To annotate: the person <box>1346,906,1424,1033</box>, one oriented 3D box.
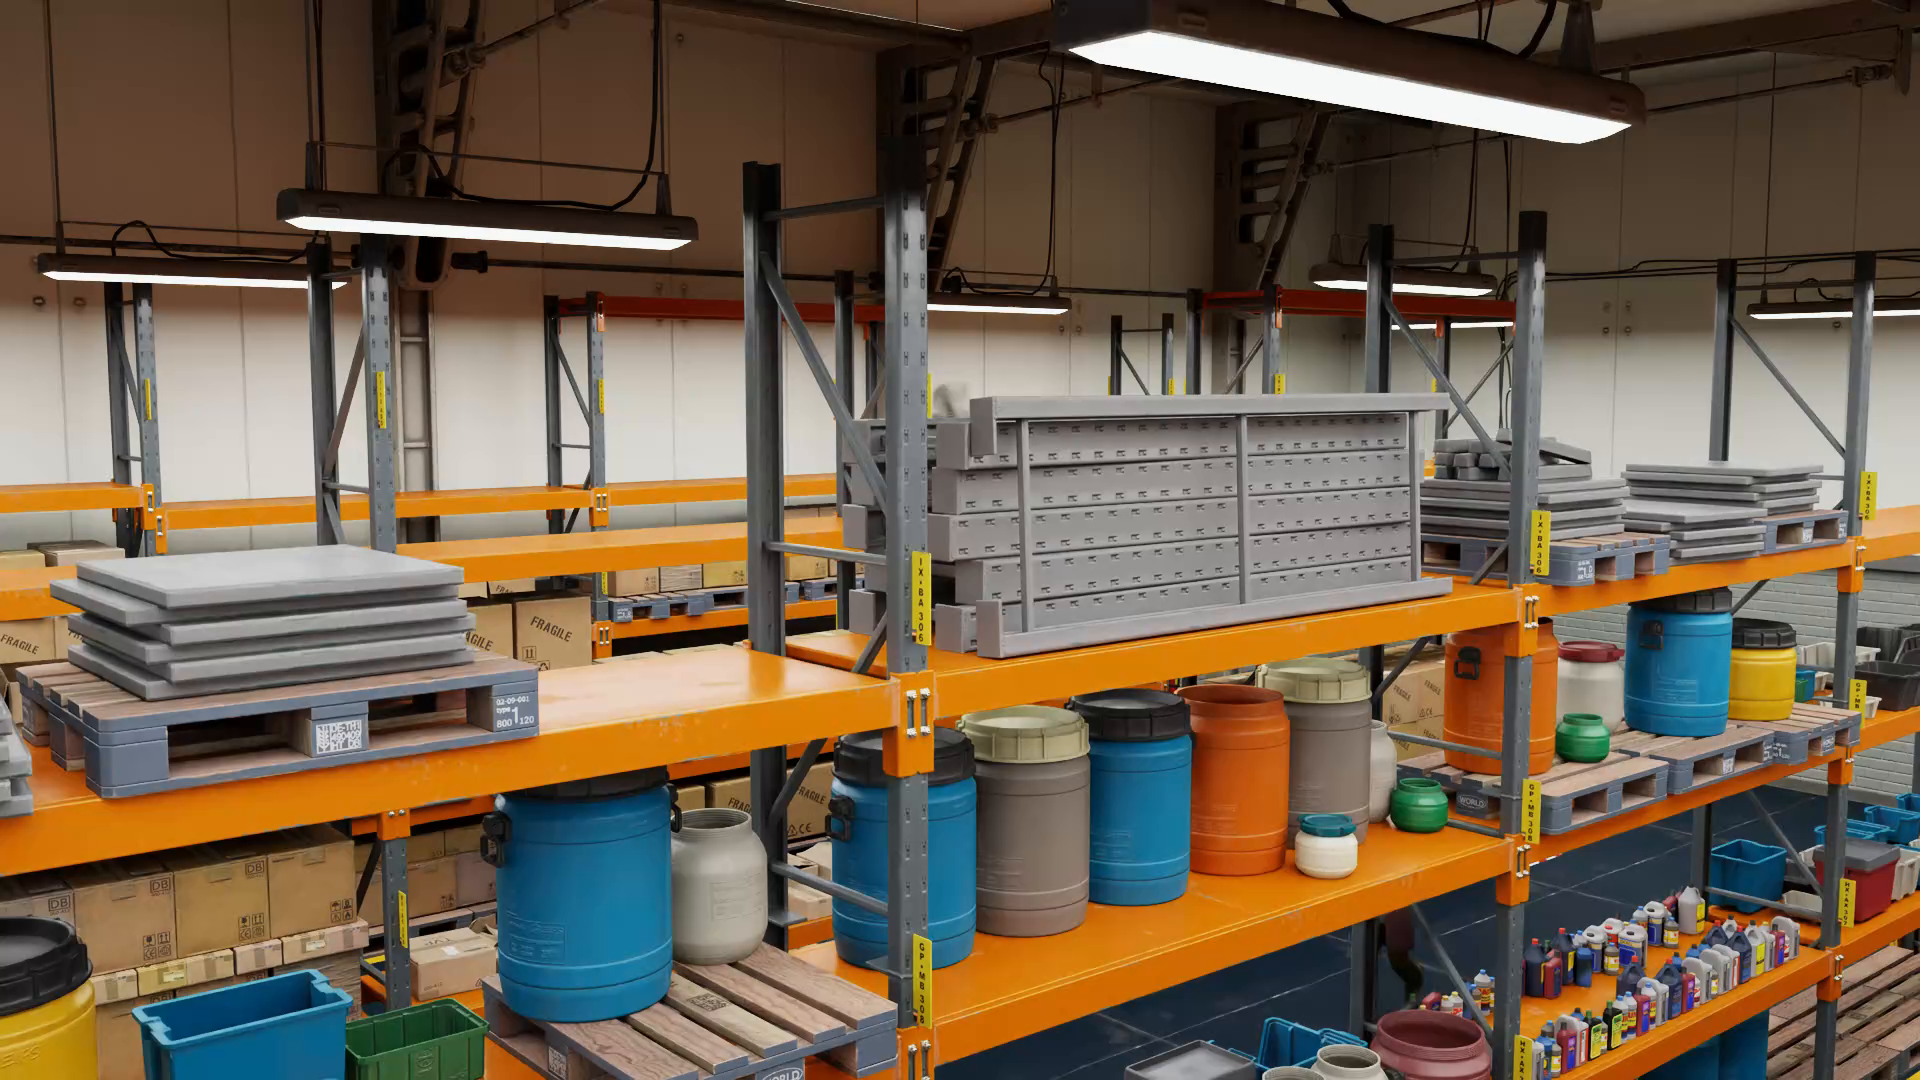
[{"bbox_3d":[3.386,3.032,13.251,0.710,1.666,1.055,4,7,39],"label":"person"}]
